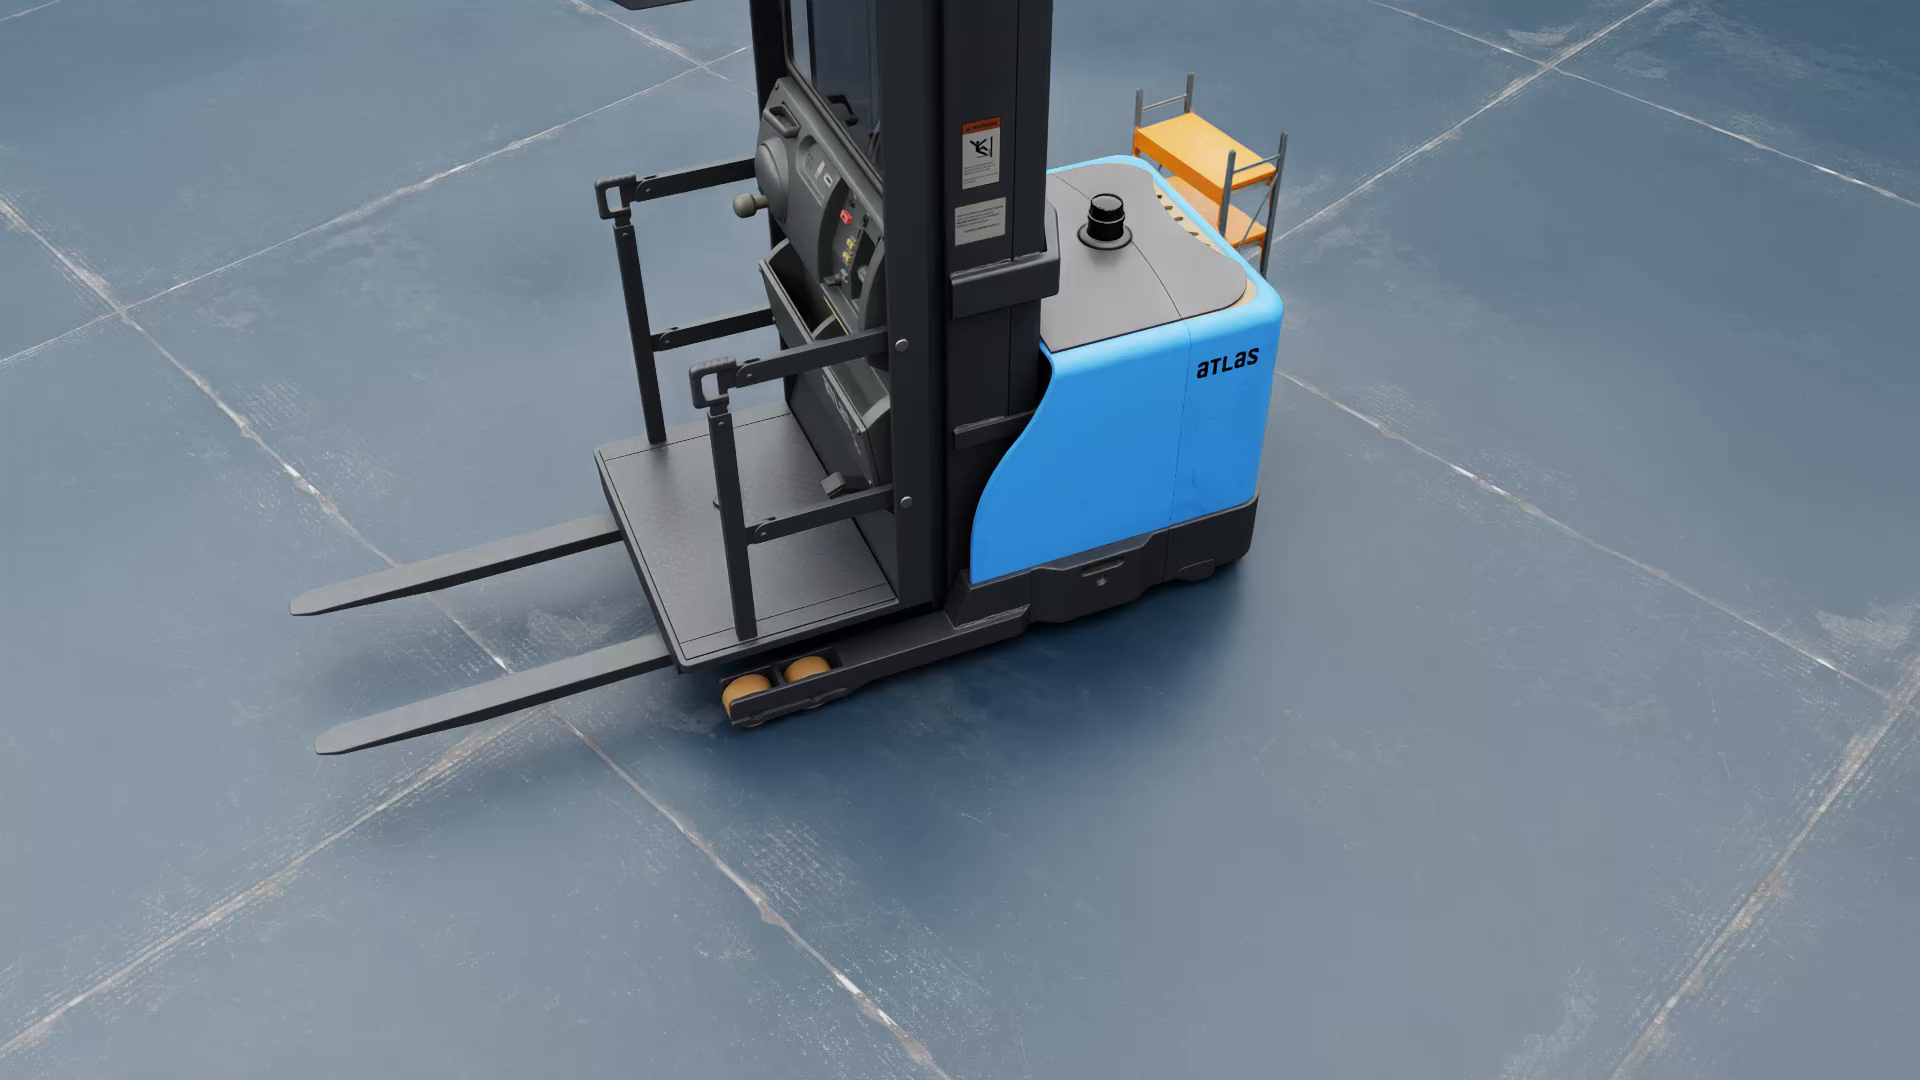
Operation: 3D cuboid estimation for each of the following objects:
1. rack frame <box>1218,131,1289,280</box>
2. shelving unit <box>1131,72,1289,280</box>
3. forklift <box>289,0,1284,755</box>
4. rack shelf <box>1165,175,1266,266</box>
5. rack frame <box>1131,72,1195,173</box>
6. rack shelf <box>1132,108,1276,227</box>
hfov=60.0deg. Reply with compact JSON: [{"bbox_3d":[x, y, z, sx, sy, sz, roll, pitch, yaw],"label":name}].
[{"bbox_3d":[0.960,-0.844,5.777,0.240,1.200,0.015,-23,47,-24],"label":"rack frame"},{"bbox_3d":[0.829,-0.984,5.928,0.258,1.200,0.503,-23,47,-24],"label":"shelving unit"},{"bbox_3d":[-0.580,-0.910,4.575,3.031,2.935,1.130,-16,45,-17],"label":"forklift"},{"bbox_3d":[0.830,-1.099,5.822,0.258,0.148,0.480,-23,47,-24],"label":"rack shelf"},{"bbox_3d":[0.698,-1.123,6.079,0.240,1.200,0.015,-23,47,-24],"label":"rack frame"},{"bbox_3d":[0.833,-1.274,5.663,0.258,0.148,0.480,-23,47,-24],"label":"rack shelf"}]
